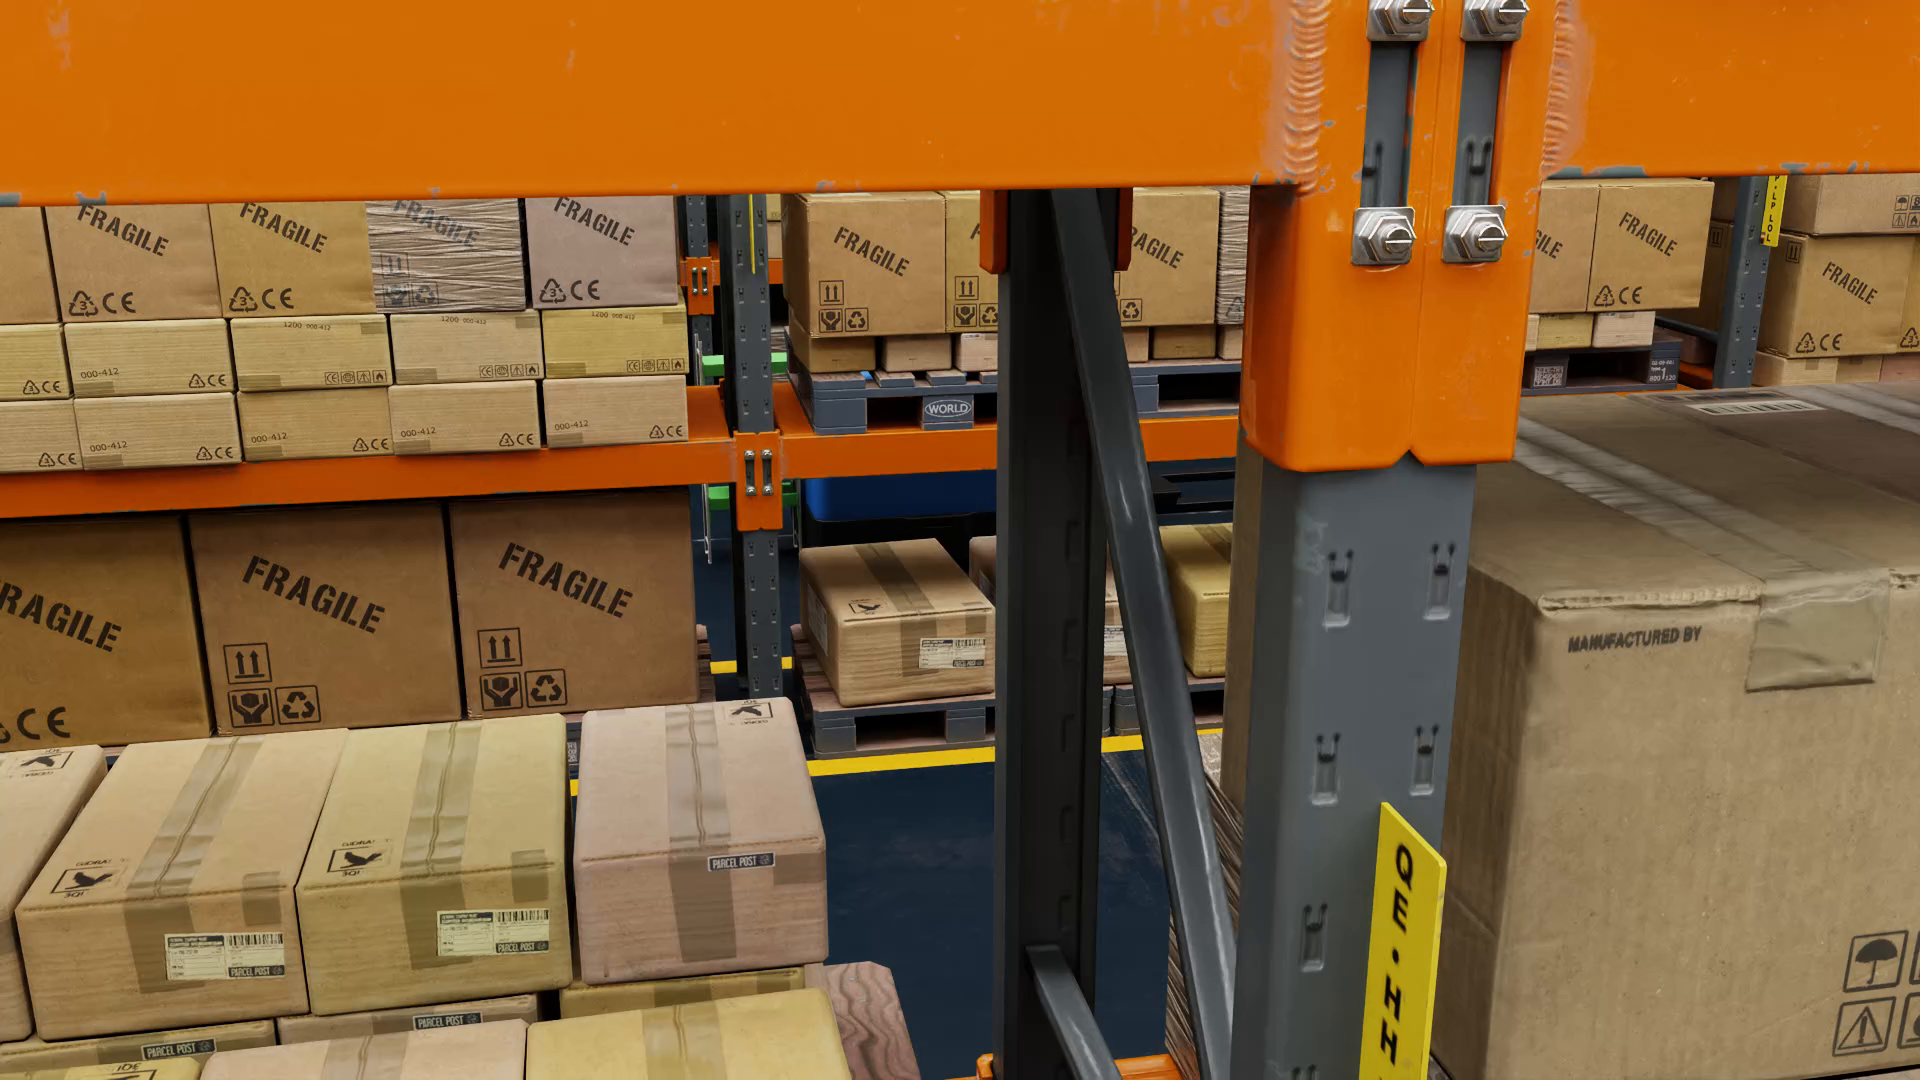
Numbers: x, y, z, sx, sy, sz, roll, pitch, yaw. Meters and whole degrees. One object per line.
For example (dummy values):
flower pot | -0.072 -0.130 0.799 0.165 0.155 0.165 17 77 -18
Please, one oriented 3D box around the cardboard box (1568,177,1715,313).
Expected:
cardboard box | 2.680 -1.226 6.804 0.500 0.500 0.500 -4 17 -11

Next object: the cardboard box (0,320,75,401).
cardboard box | -3.272 -0.650 5.723 0.500 0.250 0.500 -3 17 -10

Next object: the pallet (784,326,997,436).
pallet | -0.158 -0.684 6.755 1.003 0.211 1.213 -3 17 -10

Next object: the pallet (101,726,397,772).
pallet | -2.821 0.717 6.617 1.213 0.211 1.003 -3 17 -10

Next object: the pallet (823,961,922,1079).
pallet | -0.478 0.879 1.669 1.003 0.211 1.213 -3 17 -10

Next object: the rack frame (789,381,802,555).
rack frame | -0.887 -0.512 8.935 0.015 1.200 0.240 -4 18 -13

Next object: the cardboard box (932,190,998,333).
cardboard box | 0.159 -1.085 6.343 0.500 0.500 0.500 -2 17 -8

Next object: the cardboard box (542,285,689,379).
cardboard box | -1.264 -0.772 6.120 0.500 0.250 0.500 -3 17 -11

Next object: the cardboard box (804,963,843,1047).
cardboard box | -0.276 0.603 1.954 0.250 0.149 0.380 -3 17 -11

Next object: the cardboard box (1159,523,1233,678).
cardboard box | 1.188 0.238 7.188 0.625 0.372 0.950 -3 17 -9

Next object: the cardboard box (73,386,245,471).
cardboard box | -2.776 -0.437 5.882 0.500 0.250 0.500 -4 17 -11

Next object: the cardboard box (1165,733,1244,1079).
cardboard box | 0.593 0.566 2.189 0.500 0.500 0.500 -3 17 -10

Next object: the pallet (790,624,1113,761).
pallet | -0.069 0.585 7.047 1.213 0.211 1.003 -3 17 -10

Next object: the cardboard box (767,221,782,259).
cardboard box | -1.300 -2.018 11.029 0.500 0.250 0.500 -3 17 -10

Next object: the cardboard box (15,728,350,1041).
cardboard box | -0.794 0.350 1.764 0.250 0.149 0.380 -3 17 -11

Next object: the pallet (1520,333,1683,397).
pallet | 2.312 -0.835 7.249 1.213 0.211 1.003 -3 17 -10

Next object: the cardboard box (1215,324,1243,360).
cardboard box | 1.113 -0.826 6.605 0.250 0.149 0.380 -3 17 -9

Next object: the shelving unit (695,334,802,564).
shelving unit | -1.124 -0.495 8.881 0.503 1.200 0.258 -4 18 -13

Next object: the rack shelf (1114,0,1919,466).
rack shelf | 2.165 -0.485 1.898 4.000 0.370 1.077 -3 17 -10

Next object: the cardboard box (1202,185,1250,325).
cardboard box | 1.172 -1.142 6.529 0.500 0.500 0.500 -4 18 -13

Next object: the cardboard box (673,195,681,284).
cardboard box | -1.368 -1.274 6.476 0.500 0.500 0.500 -4 17 -12

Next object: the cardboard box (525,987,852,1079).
cardboard box | -0.193 0.511 1.239 0.250 0.149 0.380 -4 18 -13

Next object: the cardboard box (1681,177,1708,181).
cardboard box | 5.128 -2.500 12.171 0.500 0.500 0.500 -3 17 -9

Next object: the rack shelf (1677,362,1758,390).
rack shelf | 5.054 -0.695 7.691 4.000 0.370 1.077 -3 17 -10

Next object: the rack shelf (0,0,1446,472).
rack shelf | -1.762 -0.262 1.173 4.000 0.370 1.077 -3 17 -10

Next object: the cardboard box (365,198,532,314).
cardboard box | -1.797 -1.095 5.896 0.500 0.500 0.500 -3 17 -9

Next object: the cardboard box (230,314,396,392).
cardboard box | -2.266 -0.708 5.912 0.500 0.250 0.500 -4 17 -12

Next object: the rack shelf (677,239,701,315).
rack shelf | -3.746 -1.680 10.899 4.000 0.370 1.077 -3 17 -10

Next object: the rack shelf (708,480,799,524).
rack shelf | -1.124 -0.205 8.970 0.480 0.148 0.258 -4 18 -13

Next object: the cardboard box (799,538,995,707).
cardboard box | -0.280 0.322 6.915 0.625 0.372 0.950 -4 18 -14

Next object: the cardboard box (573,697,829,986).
cardboard box | -0.294 0.322 1.855 0.250 0.149 0.380 -3 17 -10

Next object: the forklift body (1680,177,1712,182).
forklift body | 4.557 -1.544 10.675 1.214 2.155 2.313 -3 17 -10

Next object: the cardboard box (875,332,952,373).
cardboard box | -0.199 -0.756 6.377 0.250 0.149 0.380 -4 18 -14

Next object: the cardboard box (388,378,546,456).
cardboard box | -1.783 -0.497 6.077 0.500 0.250 0.500 -3 17 -9

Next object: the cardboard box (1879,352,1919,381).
cardboard box | 3.954 -0.785 7.187 0.250 0.149 0.380 -3 17 -11

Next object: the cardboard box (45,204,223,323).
cardboard box | -2.784 -1.044 5.727 0.500 0.500 0.500 -4 17 -11

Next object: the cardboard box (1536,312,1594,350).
cardboard box | 2.375 -0.890 6.815 0.250 0.149 0.380 -4 17 -12

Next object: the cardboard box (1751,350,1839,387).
cardboard box | 3.460 -0.733 7.016 0.250 0.149 0.380 -3 17 -11

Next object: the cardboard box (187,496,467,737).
cardboard box | -2.407 0.173 6.543 0.875 0.875 0.875 -3 17 -10

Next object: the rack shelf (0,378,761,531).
rack shelf | -2.801 -0.250 6.241 4.000 0.370 1.077 -3 17 -10

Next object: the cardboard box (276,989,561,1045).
cardboard box | -0.577 0.478 1.851 0.250 0.149 0.380 -2 17 -8

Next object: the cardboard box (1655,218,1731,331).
cardboard box | 3.479 -1.214 7.479 0.500 0.500 0.500 -4 17 -12

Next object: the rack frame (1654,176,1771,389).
rack frame | 3.090 -0.928 7.223 0.127 3.000 1.000 -3 17 -10

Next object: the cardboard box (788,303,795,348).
cardboard box | -0.560 -0.872 6.753 0.250 0.149 0.380 -3 17 -8

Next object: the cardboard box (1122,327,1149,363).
cardboard box | 0.575 -0.803 6.531 0.250 0.149 0.380 -2 17 -7

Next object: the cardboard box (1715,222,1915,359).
cardboard box | 3.575 -1.062 6.983 0.500 0.500 0.500 -3 17 -11

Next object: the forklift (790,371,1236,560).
forklift | 0.608 -1.443 9.019 3.031 2.935 1.130 -4 18 -13

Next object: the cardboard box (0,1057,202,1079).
cardboard box | -0.697 0.539 1.148 0.250 0.149 0.380 -3 17 -9

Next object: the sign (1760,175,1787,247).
sign | 3.199 -1.321 6.533 0.005 0.325 0.100 -3 17 -10

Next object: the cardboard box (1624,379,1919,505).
cardboard box | 1.140 0.140 1.874 0.500 0.500 0.700 -3 17 -11
